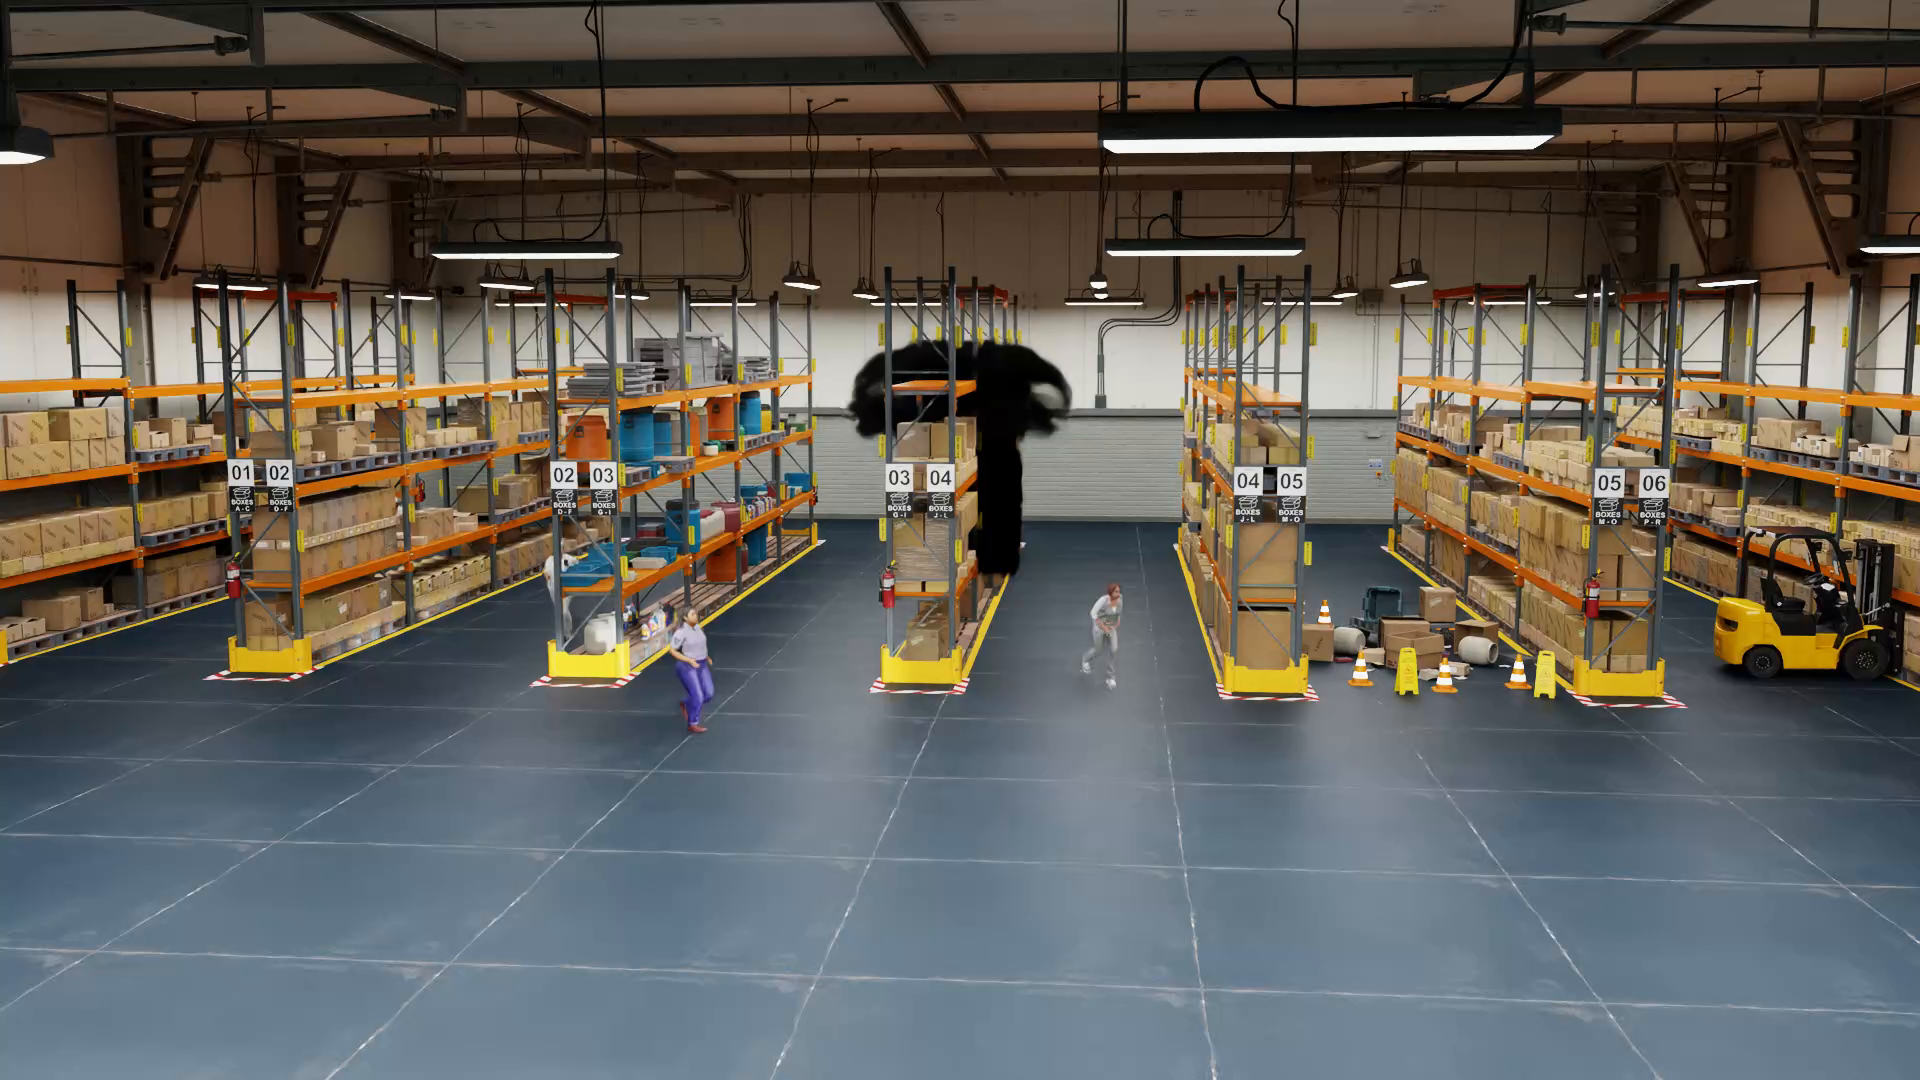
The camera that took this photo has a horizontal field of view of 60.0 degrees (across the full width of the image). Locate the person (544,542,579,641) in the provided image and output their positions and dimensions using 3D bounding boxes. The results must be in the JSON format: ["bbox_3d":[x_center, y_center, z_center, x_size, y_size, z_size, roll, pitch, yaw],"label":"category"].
[{"bbox_3d":[-6.623,0.849,27.584,0.579,1.685,0.682,1,7,9],"label":"person"}]

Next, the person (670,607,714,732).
[{"bbox_3d":[-3.422,1.641,21.222,0.538,1.594,0.605,4,8,32],"label":"person"}]

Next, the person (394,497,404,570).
[{"bbox_3d":[-11.683,-0.052,34.481,0.730,1.765,0.817,0,7,-1],"label":"person"}]

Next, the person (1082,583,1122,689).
[{"bbox_3d":[2.055,1.339,24.157,0.570,1.547,0.913,-4,8,-31],"label":"person"}]
